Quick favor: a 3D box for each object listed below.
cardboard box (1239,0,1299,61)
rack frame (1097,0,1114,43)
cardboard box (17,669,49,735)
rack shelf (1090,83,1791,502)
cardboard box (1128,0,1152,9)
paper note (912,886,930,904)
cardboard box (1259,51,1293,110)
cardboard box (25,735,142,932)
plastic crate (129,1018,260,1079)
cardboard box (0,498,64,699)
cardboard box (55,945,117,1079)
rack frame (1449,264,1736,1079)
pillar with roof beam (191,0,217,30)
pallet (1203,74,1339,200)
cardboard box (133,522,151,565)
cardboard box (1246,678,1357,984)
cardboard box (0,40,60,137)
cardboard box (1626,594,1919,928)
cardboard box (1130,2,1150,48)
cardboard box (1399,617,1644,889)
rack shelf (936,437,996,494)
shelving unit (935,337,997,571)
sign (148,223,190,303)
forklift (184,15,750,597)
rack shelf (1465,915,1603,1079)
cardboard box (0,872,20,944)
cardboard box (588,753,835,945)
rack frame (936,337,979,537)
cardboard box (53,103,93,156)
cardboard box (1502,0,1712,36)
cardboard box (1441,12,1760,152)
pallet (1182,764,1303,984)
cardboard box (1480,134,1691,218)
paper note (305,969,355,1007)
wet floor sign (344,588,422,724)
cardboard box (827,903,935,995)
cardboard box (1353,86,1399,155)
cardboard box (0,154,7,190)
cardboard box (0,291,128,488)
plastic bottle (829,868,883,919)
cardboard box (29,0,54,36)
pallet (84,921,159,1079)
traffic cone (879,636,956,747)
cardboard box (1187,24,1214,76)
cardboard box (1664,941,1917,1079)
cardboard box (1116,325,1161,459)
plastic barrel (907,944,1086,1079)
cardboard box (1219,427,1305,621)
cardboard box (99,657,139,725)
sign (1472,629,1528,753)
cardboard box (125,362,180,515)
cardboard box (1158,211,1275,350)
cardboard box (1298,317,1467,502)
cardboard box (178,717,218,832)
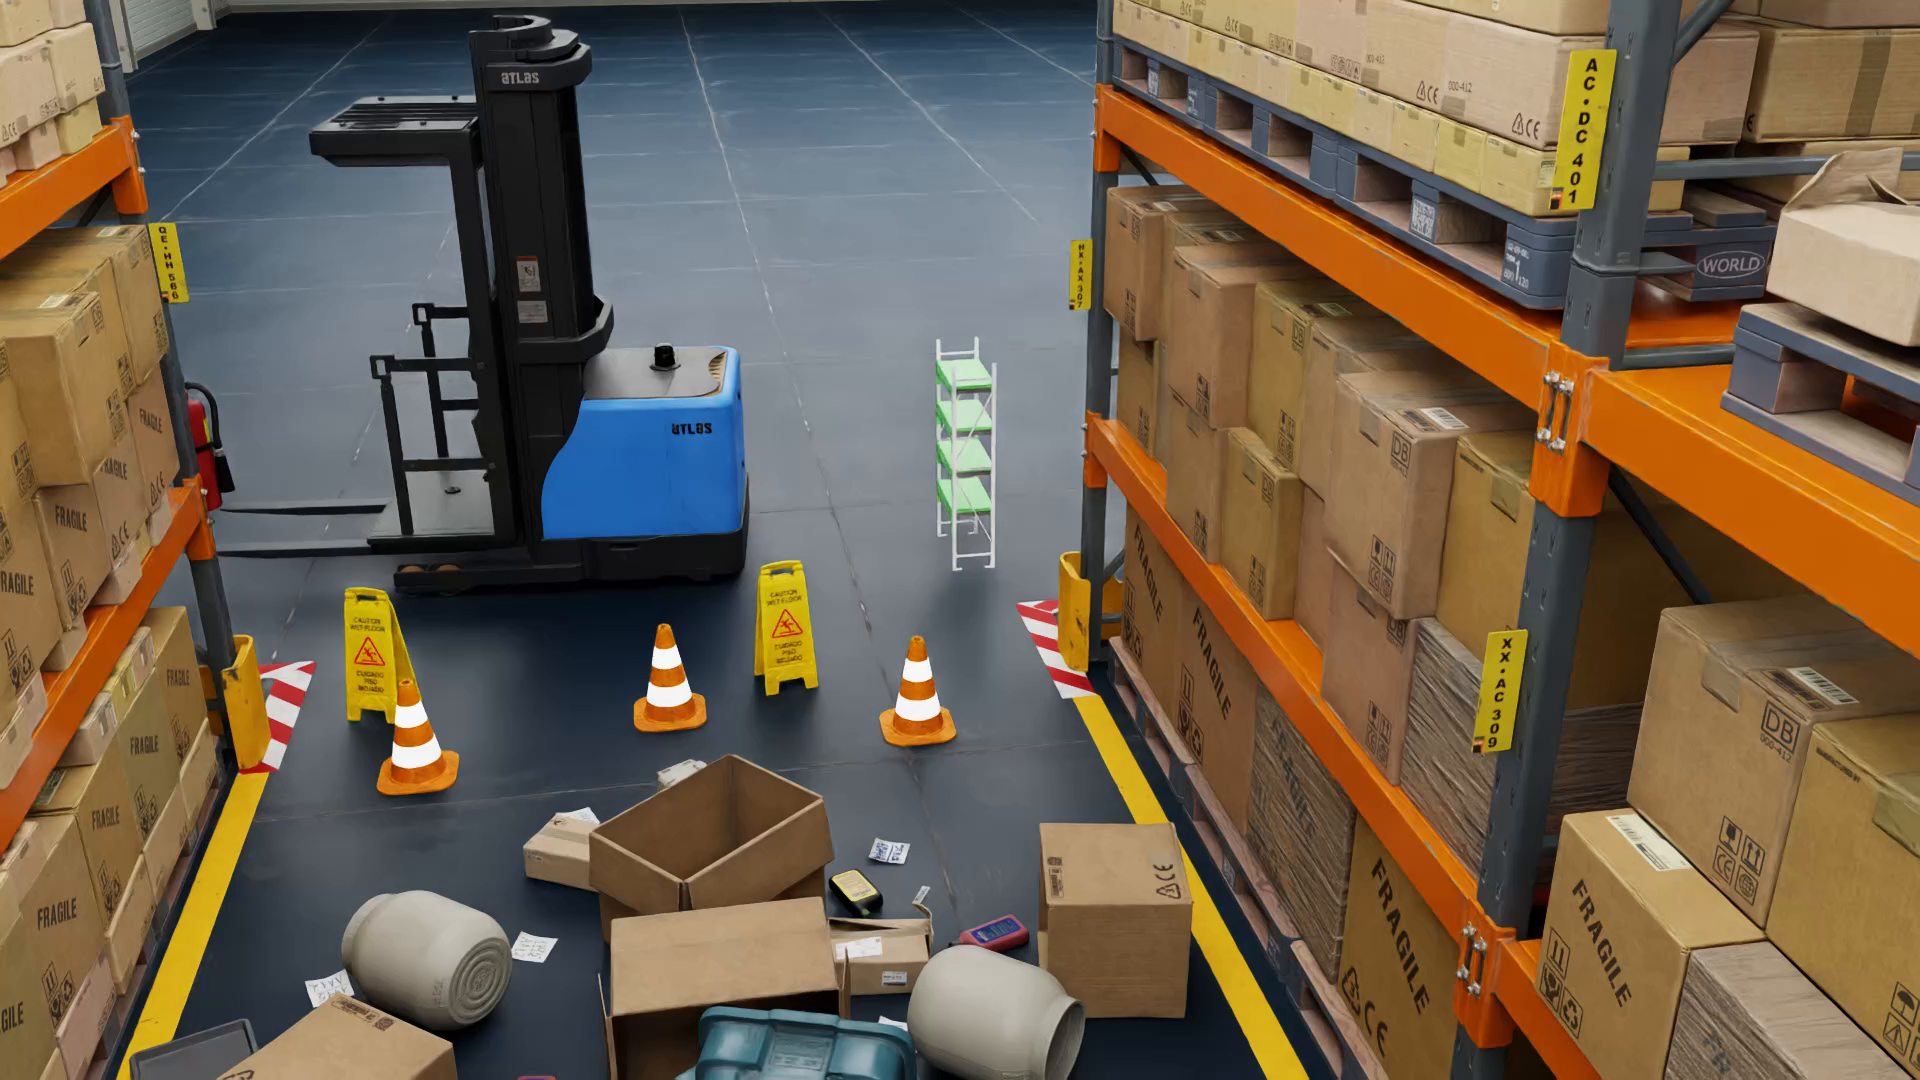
[{"bbox_3d":[1.217,-1.693,5.298,0.500,0.250,0.500,-4,24,-10],"label":"cardboard box"},{"bbox_3d":[1.099,-3.566,6.672,1.000,3.000,0.127,-4,24,-10],"label":"rack frame"},{"bbox_3d":[-3.052,0.529,5.105,0.380,0.149,0.250,-4,24,-10],"label":"cardboard box"},{"bbox_3d":[1.469,-1.075,5.616,1.077,0.370,4.000,-4,24,-10],"label":"rack shelf"},{"bbox_3d":[0.936,-2.289,6.661,0.500,0.250,0.500,-4,24,-10],"label":"cardboard box"},{"bbox_3d":[-0.153,1.397,6.539,0.032,0.001,0.123,8,25,18],"label":"paper note"},{"bbox_3d":[1.174,-1.461,5.265,0.380,0.149,0.250,-4,24,-10],"label":"cardboard box"},{"bbox_3d":[-3.156,1.013,5.657,0.500,0.500,0.500,-5,24,-11],"label":"cardboard box"},{"bbox_3d":[-2.492,1.822,5.478,0.402,0.080,0.583,-13,27,-28],"label":"plastic crate"},{"bbox_3d":[-3.124,0.195,5.059,0.500,0.500,0.500,-4,24,-9],"label":"cardboard box"},{"bbox_3d":[-3.062,1.560,5.341,0.500,0.250,0.500,-5,24,-10],"label":"cardboard box"},{"bbox_3d":[1.838,0.756,4.271,1.000,3.000,0.127,-4,24,-10],"label":"rack frame"},{"bbox_3d":[-10.698,-14.570,31.866,9.100,9.000,0.400,-4,24,-10],"label":"pillar with roof beam"},{"bbox_3d":[1.475,-1.379,5.523,1.003,0.211,1.213,-4,24,-10],"label":"pallet"},{"bbox_3d":[-3.286,0.029,6.249,0.380,0.149,0.250,-5,24,-11],"label":"cardboard box"},{"bbox_3d":[1.621,0.931,6.001,0.875,0.875,0.875,-4,24,-9],"label":"cardboard box"},{"bbox_3d":[-3.309,-1.473,5.443,0.500,0.250,0.500,-5,24,-10],"label":"cardboard box"},{"bbox_3d":[1.936,0.447,3.604,0.700,0.500,0.500,-5,24,-11],"label":"cardboard box"},{"bbox_3d":[0.895,-2.056,6.627,0.380,0.149,0.250,-4,24,-9],"label":"cardboard box"},{"bbox_3d":[1.758,0.543,4.571,0.875,0.550,0.550,-4,24,-10],"label":"cardboard box"},{"bbox_3d":[0.031,-0.426,9.386,0.258,0.148,0.480,-4,24,-10],"label":"rack shelf"},{"bbox_3d":[0.031,-0.485,9.361,0.258,1.200,0.503,-4,24,-10],"label":"shelving unit"},{"bbox_3d":[-3.198,-1.120,6.724,0.100,0.325,0.005,-4,24,-10],"label":"sign"},{"bbox_3d":[-2.741,-1.253,8.957,3.031,2.935,1.130,-2,24,-4],"label":"forklift"},{"bbox_3d":[2.208,1.873,2.614,1.077,0.370,4.000,-4,24,-10],"label":"rack shelf"},{"bbox_3d":[-2.912,1.081,4.690,0.380,0.149,0.250,-3,24,-8],"label":"cardboard box"},{"bbox_3d":[-0.934,1.237,6.290,0.637,0.503,0.797,18,29,36],"label":"cardboard box"},{"bbox_3d":[-0.015,-0.581,9.581,0.240,1.200,0.015,-4,24,-10],"label":"rack frame"},{"bbox_3d":[-3.328,-1.455,5.901,0.380,0.149,0.250,-4,24,-9],"label":"cardboard box"},{"bbox_3d":[1.458,-1.227,3.732,0.380,0.149,0.250,-5,24,-10],"label":"cardboard box"},{"bbox_3d":[1.495,-1.099,3.937,0.500,0.250,0.500,-5,24,-10],"label":"cardboard box"},{"bbox_3d":[1.546,1.248,6.628,1.003,0.211,1.213,-4,24,-10],"label":"pallet"},{"bbox_3d":[1.457,-0.861,3.891,0.380,0.149,0.250,-4,24,-10],"label":"cardboard box"},{"bbox_3d":[-2.279,1.617,6.009,0.142,0.019,0.148,-13,27,-28],"label":"paper note"},{"bbox_3d":[-2.731,0.514,7.767,0.267,0.644,0.232,4,24,9],"label":"wet floor sign"},{"bbox_3d":[-0.289,1.469,6.054,0.396,0.266,0.258,0,24,-1],"label":"cardboard box"},{"bbox_3d":[1.314,-1.162,4.580,0.380,0.149,0.250,-4,24,-10],"label":"cardboard box"},{"bbox_3d":[-3.238,-1.149,5.200,0.380,0.149,0.250,-4,24,-10],"label":"cardboard box"},{"bbox_3d":[-3.157,-0.474,5.342,0.700,0.500,0.500,-5,24,-10],"label":"cardboard box"},{"bbox_3d":[-0.391,1.389,6.494,0.133,0.061,0.283,-13,27,-28],"label":"plastic bottle"},{"bbox_3d":[-3.385,-1.820,5.740,0.380,0.149,0.250,-4,24,-9],"label":"cardboard box"},{"bbox_3d":[-3.395,1.698,5.599,1.003,0.211,1.213,-4,24,-10],"label":"pallet"},{"bbox_3d":[-0.199,0.659,7.662,0.336,0.463,0.334,-4,24,-10],"label":"traffic cone"},{"bbox_3d":[1.034,-1.759,5.947,0.380,0.149,0.250,-4,24,-10],"label":"cardboard box"},{"bbox_3d":[1.765,1.136,3.277,0.500,0.500,0.500,-4,24,-9],"label":"cardboard box"},{"bbox_3d":[1.212,-0.743,7.517,0.875,0.550,0.550,-4,24,-10],"label":"cardboard box"},{"bbox_3d":[0.121,1.604,5.548,0.512,0.421,0.421,13,27,27],"label":"plastic barrel"},{"bbox_3d":[1.454,-0.094,6.029,0.875,0.550,0.500,-4,24,-10],"label":"cardboard box"},{"bbox_3d":[-3.165,0.550,5.906,0.380,0.149,0.250,-4,24,-9],"label":"cardboard box"},{"bbox_3d":[1.293,0.365,3.986,0.100,0.325,0.005,-4,24,-10],"label":"sign"},{"bbox_3d":[-3.376,-0.400,6.422,0.500,0.500,0.500,-5,24,-11],"label":"cardboard box"},{"bbox_3d":[1.322,-1.022,6.807,0.875,0.550,0.550,-4,24,-10],"label":"cardboard box"},{"bbox_3d":[1.623,-0.385,5.348,0.875,0.550,0.550,-4,24,-10],"label":"cardboard box"},{"bbox_3d":[-3.329,0.964,6.706,0.500,0.250,0.500,-4,24,-10],"label":"cardboard box"}]
